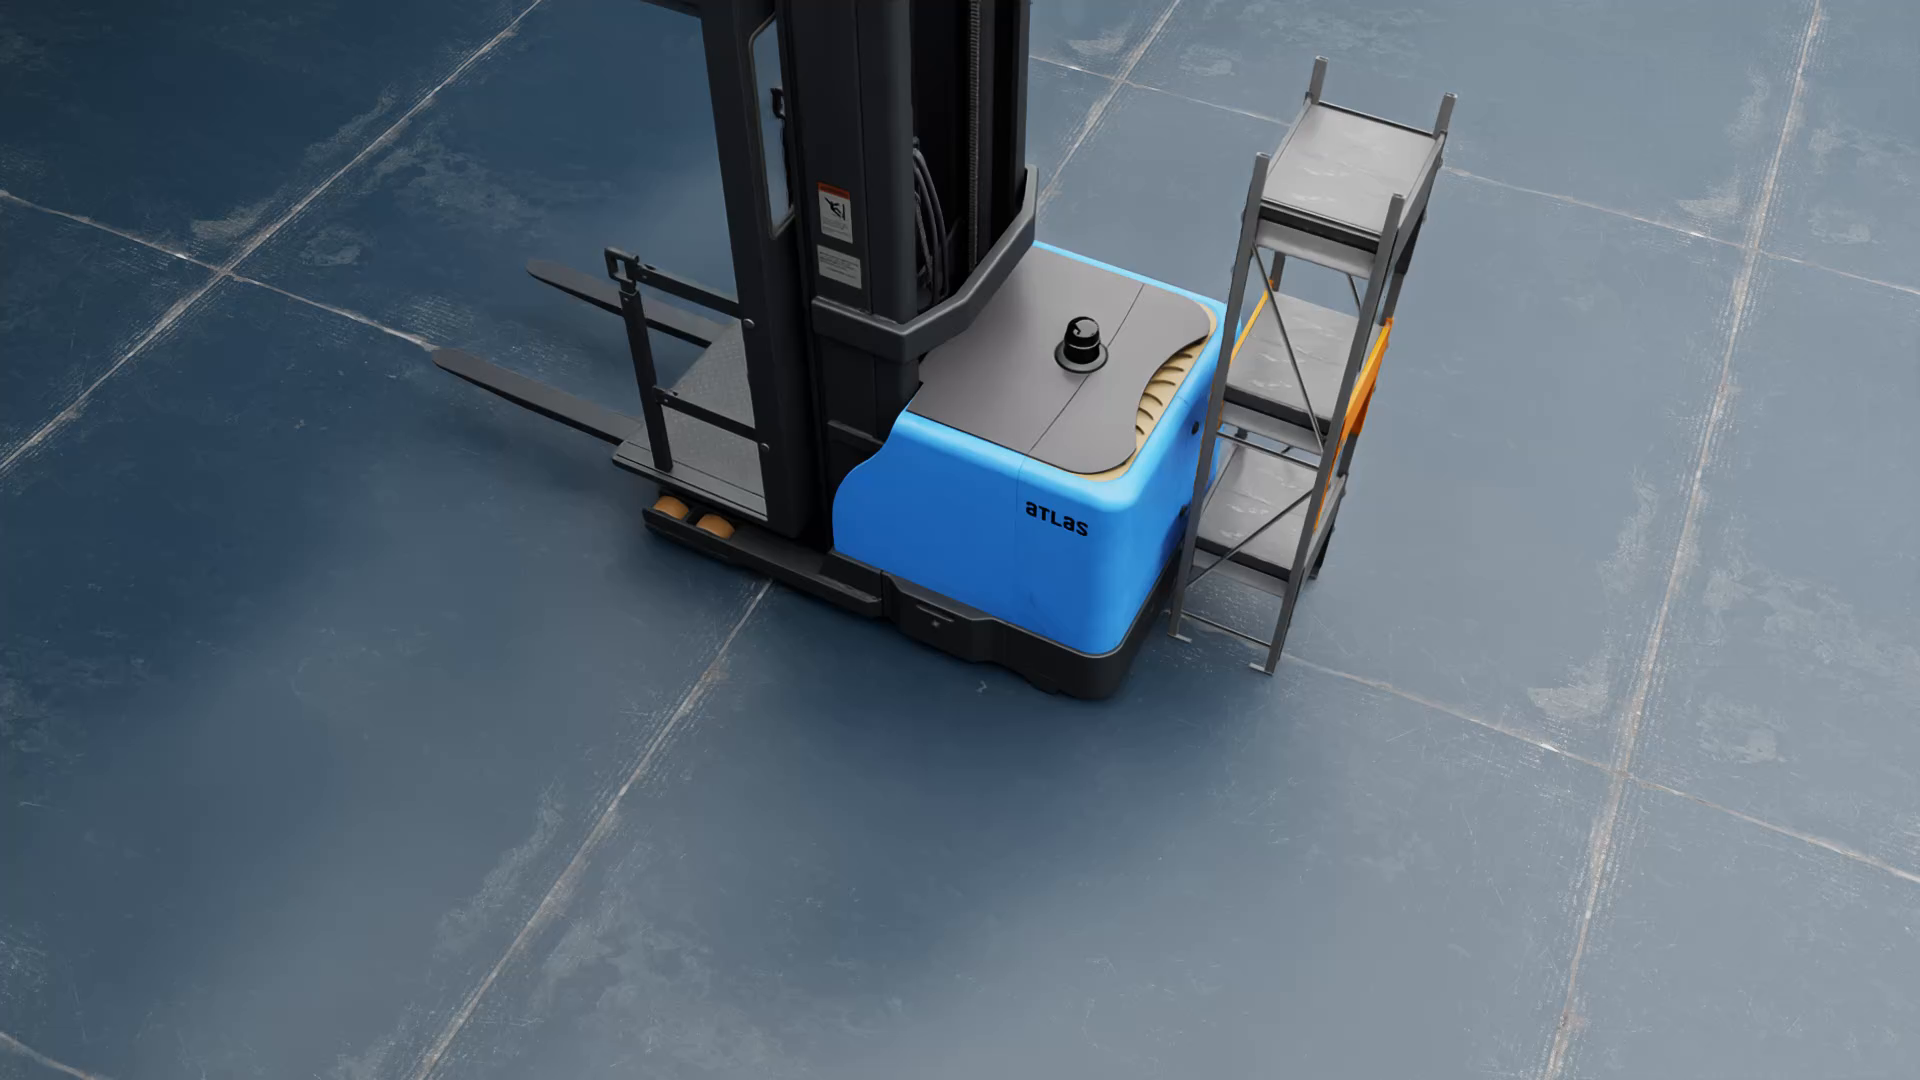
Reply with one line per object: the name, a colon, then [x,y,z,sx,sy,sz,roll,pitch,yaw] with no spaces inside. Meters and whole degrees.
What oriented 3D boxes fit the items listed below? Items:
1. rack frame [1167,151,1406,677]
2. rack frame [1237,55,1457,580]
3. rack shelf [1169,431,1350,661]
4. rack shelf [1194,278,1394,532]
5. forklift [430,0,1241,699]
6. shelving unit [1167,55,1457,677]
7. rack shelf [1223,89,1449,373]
rack frame: [0.939,-0.268,5.094,0.400,2.100,0.015,21,53,16]
rack frame: [1.154,-0.602,5.378,0.400,2.100,0.015,21,53,16]
rack shelf: [1.035,0.023,5.783,0.431,0.518,0.480,21,53,16]
rack shelf: [1.046,-0.426,5.246,0.431,0.518,0.480,21,53,16]
forklift: [-0.602,-1.218,5.362,3.031,2.935,1.130,22,53,17]
shelving unit: [1.047,-0.435,5.236,0.431,2.100,0.503,21,53,16]
rack shelf: [1.058,-0.875,4.710,0.431,0.518,0.480,21,53,16]
